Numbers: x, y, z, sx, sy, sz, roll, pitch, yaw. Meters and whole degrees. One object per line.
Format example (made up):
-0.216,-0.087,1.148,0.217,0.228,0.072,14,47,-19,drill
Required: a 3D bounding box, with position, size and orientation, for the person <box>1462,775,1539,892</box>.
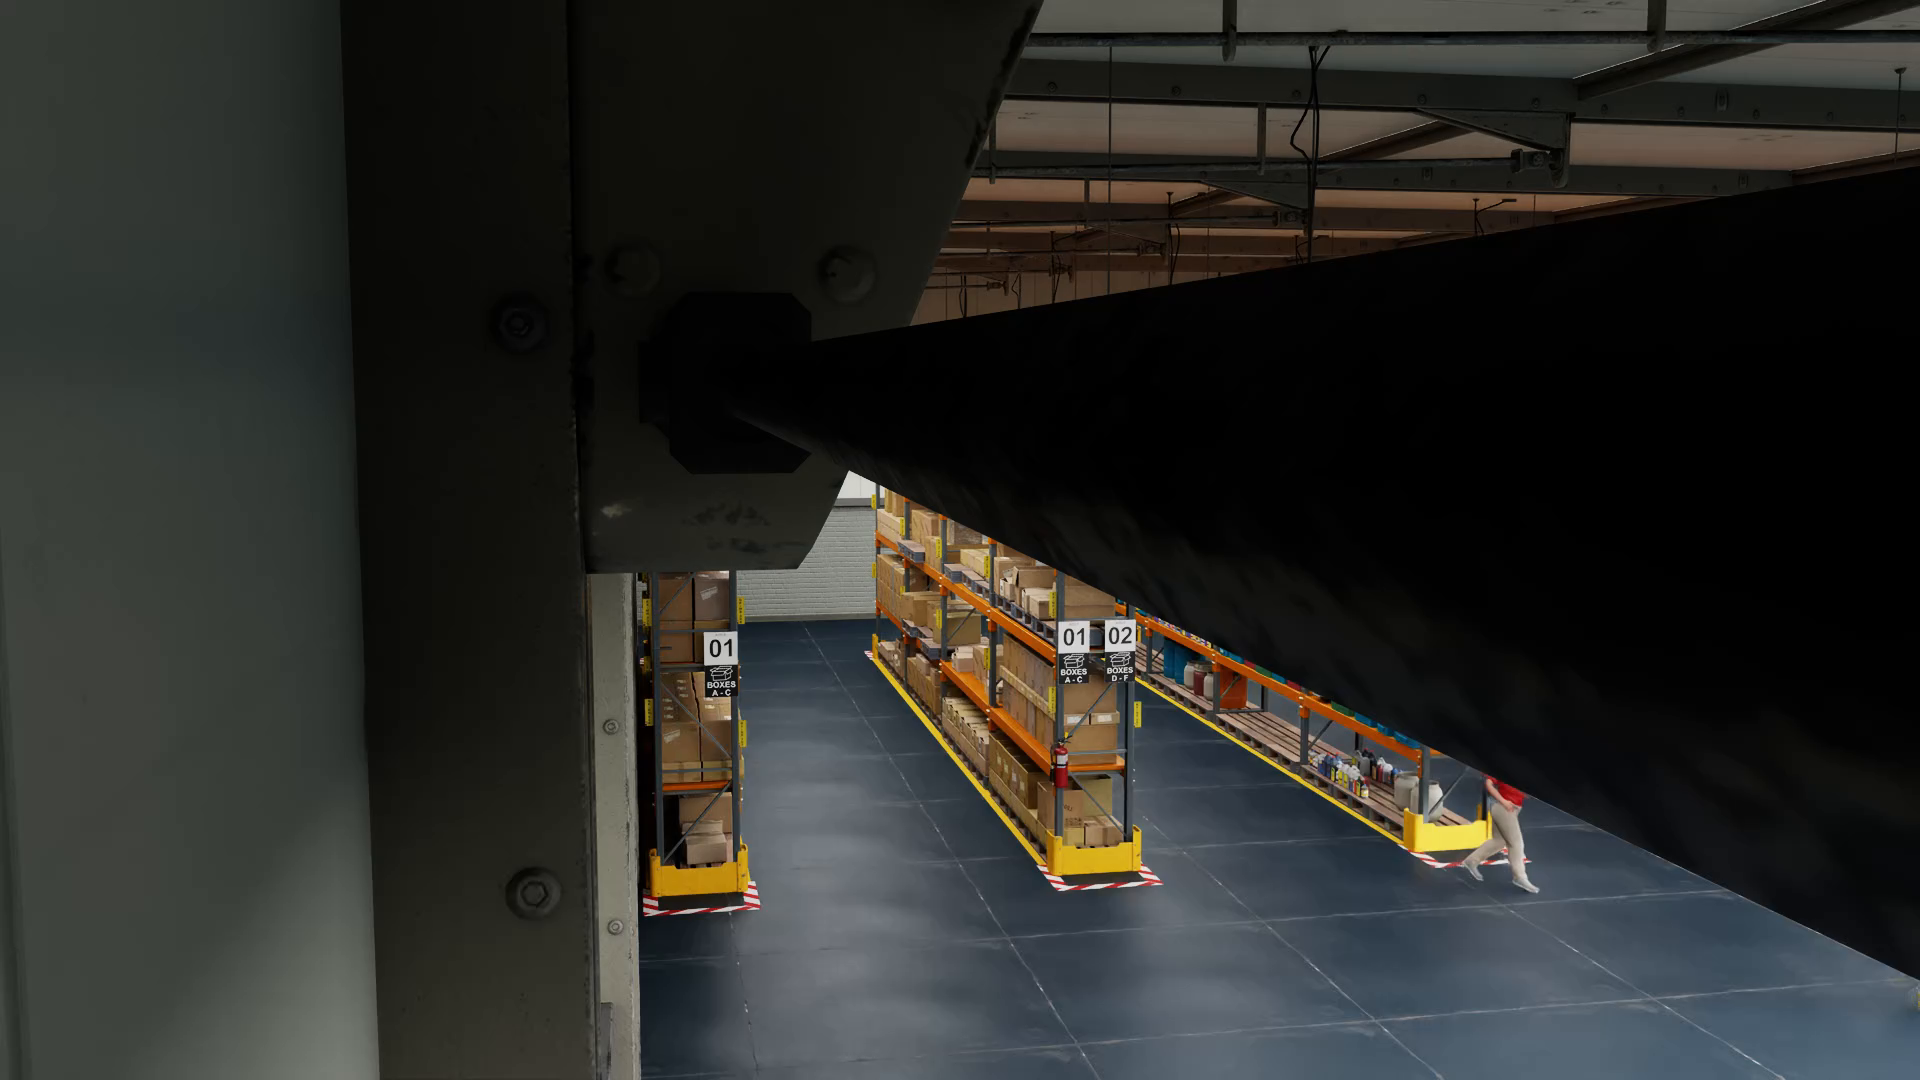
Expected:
6.702,3.385,20.509,0.926,1.733,0.680,2,6,22,person
